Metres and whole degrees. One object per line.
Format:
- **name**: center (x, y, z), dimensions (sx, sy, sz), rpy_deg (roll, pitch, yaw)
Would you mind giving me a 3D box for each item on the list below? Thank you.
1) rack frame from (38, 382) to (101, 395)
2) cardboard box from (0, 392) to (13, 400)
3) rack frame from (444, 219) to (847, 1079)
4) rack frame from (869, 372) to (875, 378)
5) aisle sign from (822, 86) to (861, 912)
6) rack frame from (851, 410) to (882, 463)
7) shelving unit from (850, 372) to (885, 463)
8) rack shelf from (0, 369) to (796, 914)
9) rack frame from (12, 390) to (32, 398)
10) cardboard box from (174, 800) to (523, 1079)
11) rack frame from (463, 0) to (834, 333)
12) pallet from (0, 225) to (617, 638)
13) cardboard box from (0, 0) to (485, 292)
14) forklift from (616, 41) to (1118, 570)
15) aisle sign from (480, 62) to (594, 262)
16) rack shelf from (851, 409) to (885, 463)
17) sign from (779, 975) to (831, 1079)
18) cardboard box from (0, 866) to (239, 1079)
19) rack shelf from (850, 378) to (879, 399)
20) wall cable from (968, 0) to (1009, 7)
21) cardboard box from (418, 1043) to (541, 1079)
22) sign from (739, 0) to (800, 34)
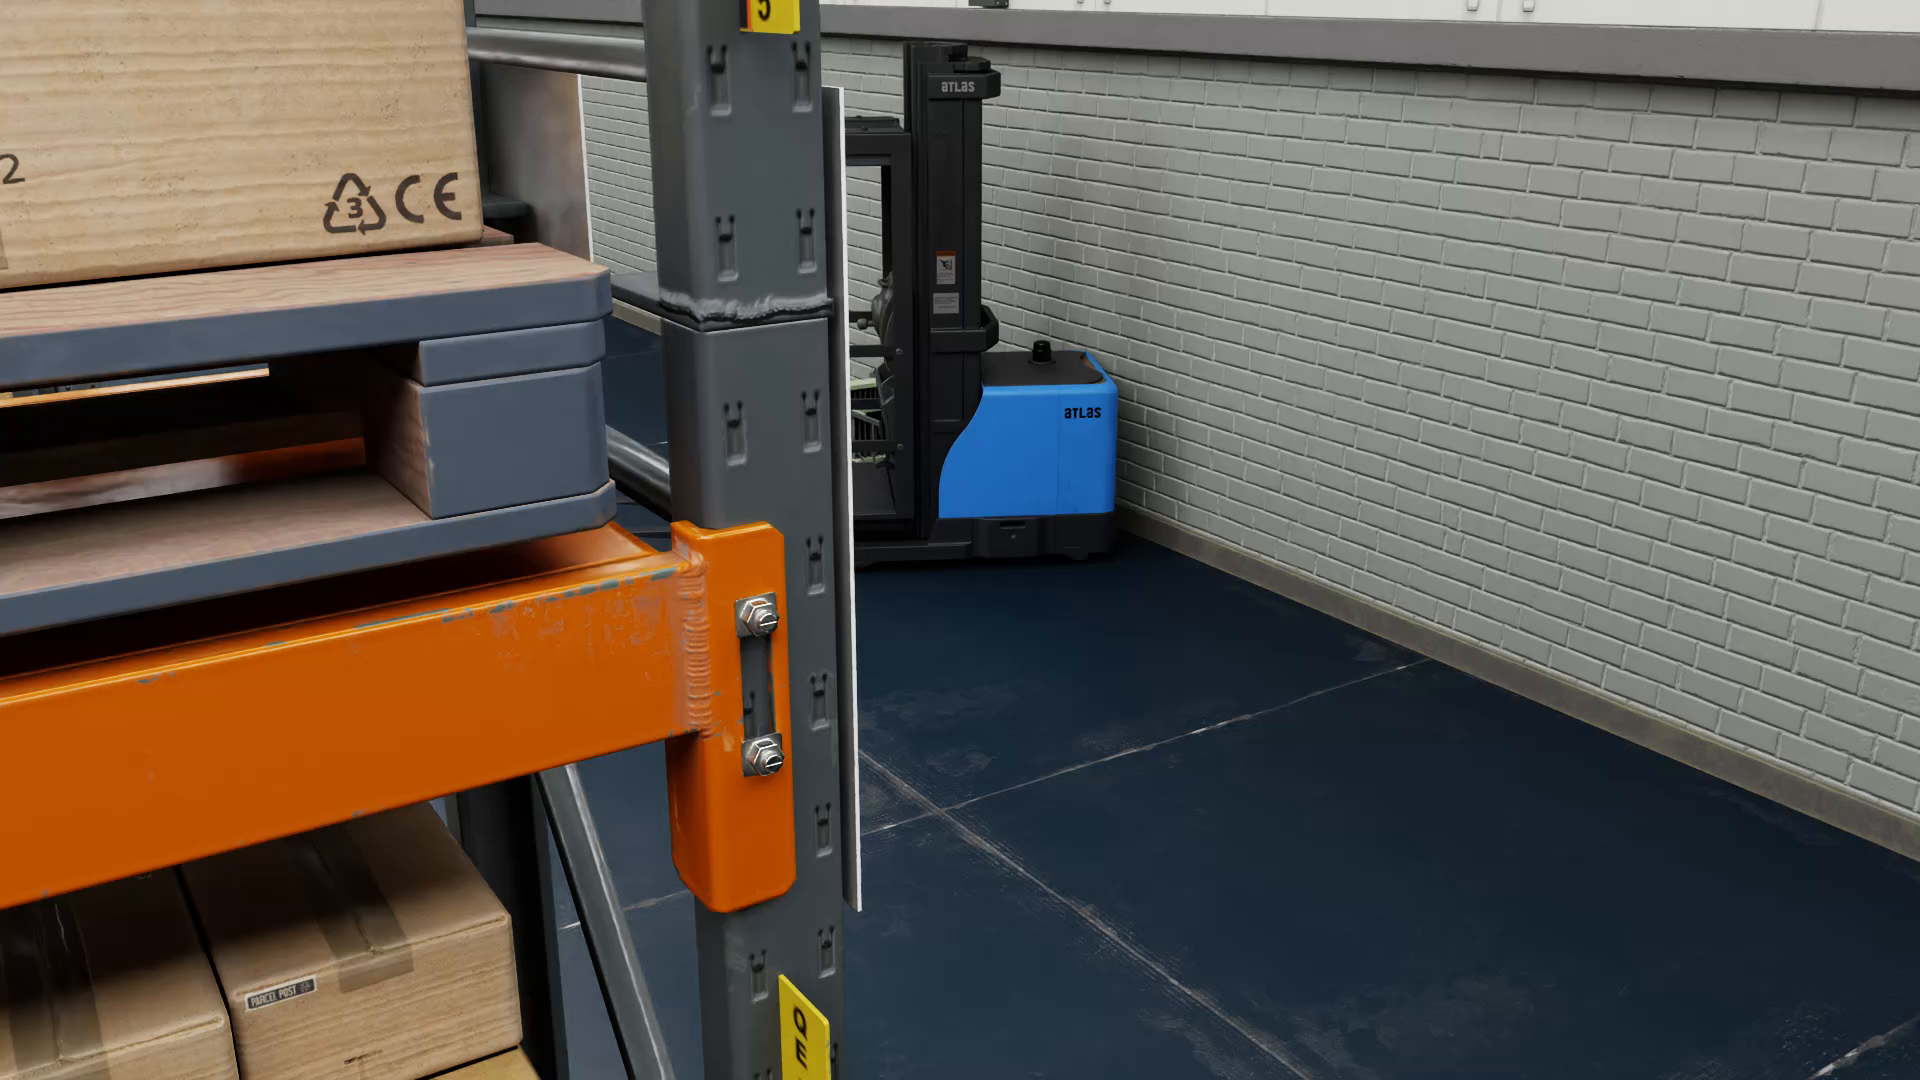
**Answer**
- **rack frame**: center (-3.245, -0.203, 6.163), dimensions (0.127, 3.000, 1.000), rpy_deg (-12, 22, -31)
- **cardboard box**: center (-3.490, -0.718, 5.504), dimensions (0.500, 0.500, 0.500), rpy_deg (-12, 22, -32)
- **rack frame**: center (-0.438, 1.103, 2.299), dimensions (0.127, 3.000, 1.000), rpy_deg (-12, 22, -31)
- **rack frame**: center (-0.299, -0.907, 12.210), dimensions (0.023, 0.400, 1.500), rpy_deg (-10, 20, -30)
- **aisle sign**: center (-0.208, -0.058, 1.675), dimensions (0.004, 0.787, 0.394), rpy_deg (-12, 22, -31)
- **rack frame**: center (-0.924, -0.792, 11.847), dimensions (0.023, 0.400, 1.500), rpy_deg (-10, 20, -30)
- **shelving unit**: center (-0.611, -0.849, 12.028), dimensions (0.755, 0.431, 1.500), rpy_deg (-10, 20, -30)
- **rack shelf**: center (-2.108, 0.375, 0.892), dimensions (4.000, 0.370, 1.077), rpy_deg (-12, 22, -31)
- **rack frame**: center (-5.888, -1.548, 10.140), dimensions (0.127, 3.000, 1.000), rpy_deg (-12, 22, -31)
- **cardboard box**: center (-0.628, 0.391, 1.674), dimensions (0.250, 0.149, 0.380), rpy_deg (-12, 22, -31)
- **rack frame**: center (-0.438, -1.739, 1.338), dimensions (0.127, 3.000, 1.000), rpy_deg (-12, 22, -31)
- **pallet**: center (-1.052, -0.143, 1.438), dimensions (1.213, 0.211, 1.003), rpy_deg (-12, 22, -31)
- **cardboard box**: center (-0.764, -0.390, 1.454), dimensions (0.500, 0.250, 0.500), rpy_deg (-14, 23, -36)
- **forklift**: center (-0.623, -1.369, 9.718), dimensions (3.031, 2.935, 1.130), rpy_deg (-2, 19, -5)
- **aisle sign**: center (-0.537, -0.219, 2.150), dimensions (0.004, 0.787, 0.394), rpy_deg (-12, 22, -31)
- **rack shelf**: center (-0.442, -0.767, 11.762), dimensions (0.720, 0.431, 0.370), rpy_deg (-10, 20, -30)
- **sign**: center (-0.151, 0.590, 1.639), dimensions (0.005, 0.325, 0.100), rpy_deg (-12, 22, -31)
- **cardboard box**: center (-0.827, 0.442, 1.522), dimensions (0.250, 0.149, 0.380), rpy_deg (-11, 22, -30)
- **rack shelf**: center (-0.814, -0.948, 12.347), dimensions (0.720, 0.431, 0.370), rpy_deg (-10, 20, -30)
- **wall cable**: center (0.730, -5.988, 8.883), dimensions (0.120, 5.999, 2.277), rpy_deg (-12, 22, -31)
- **cardboard box**: center (-0.710, 0.730, 1.683), dimensions (0.500, 0.500, 0.500), rpy_deg (-11, 22, -30)
- **sign**: center (-0.151, -0.552, 1.253), dimensions (0.005, 0.325, 0.100), rpy_deg (-12, 22, -31)
